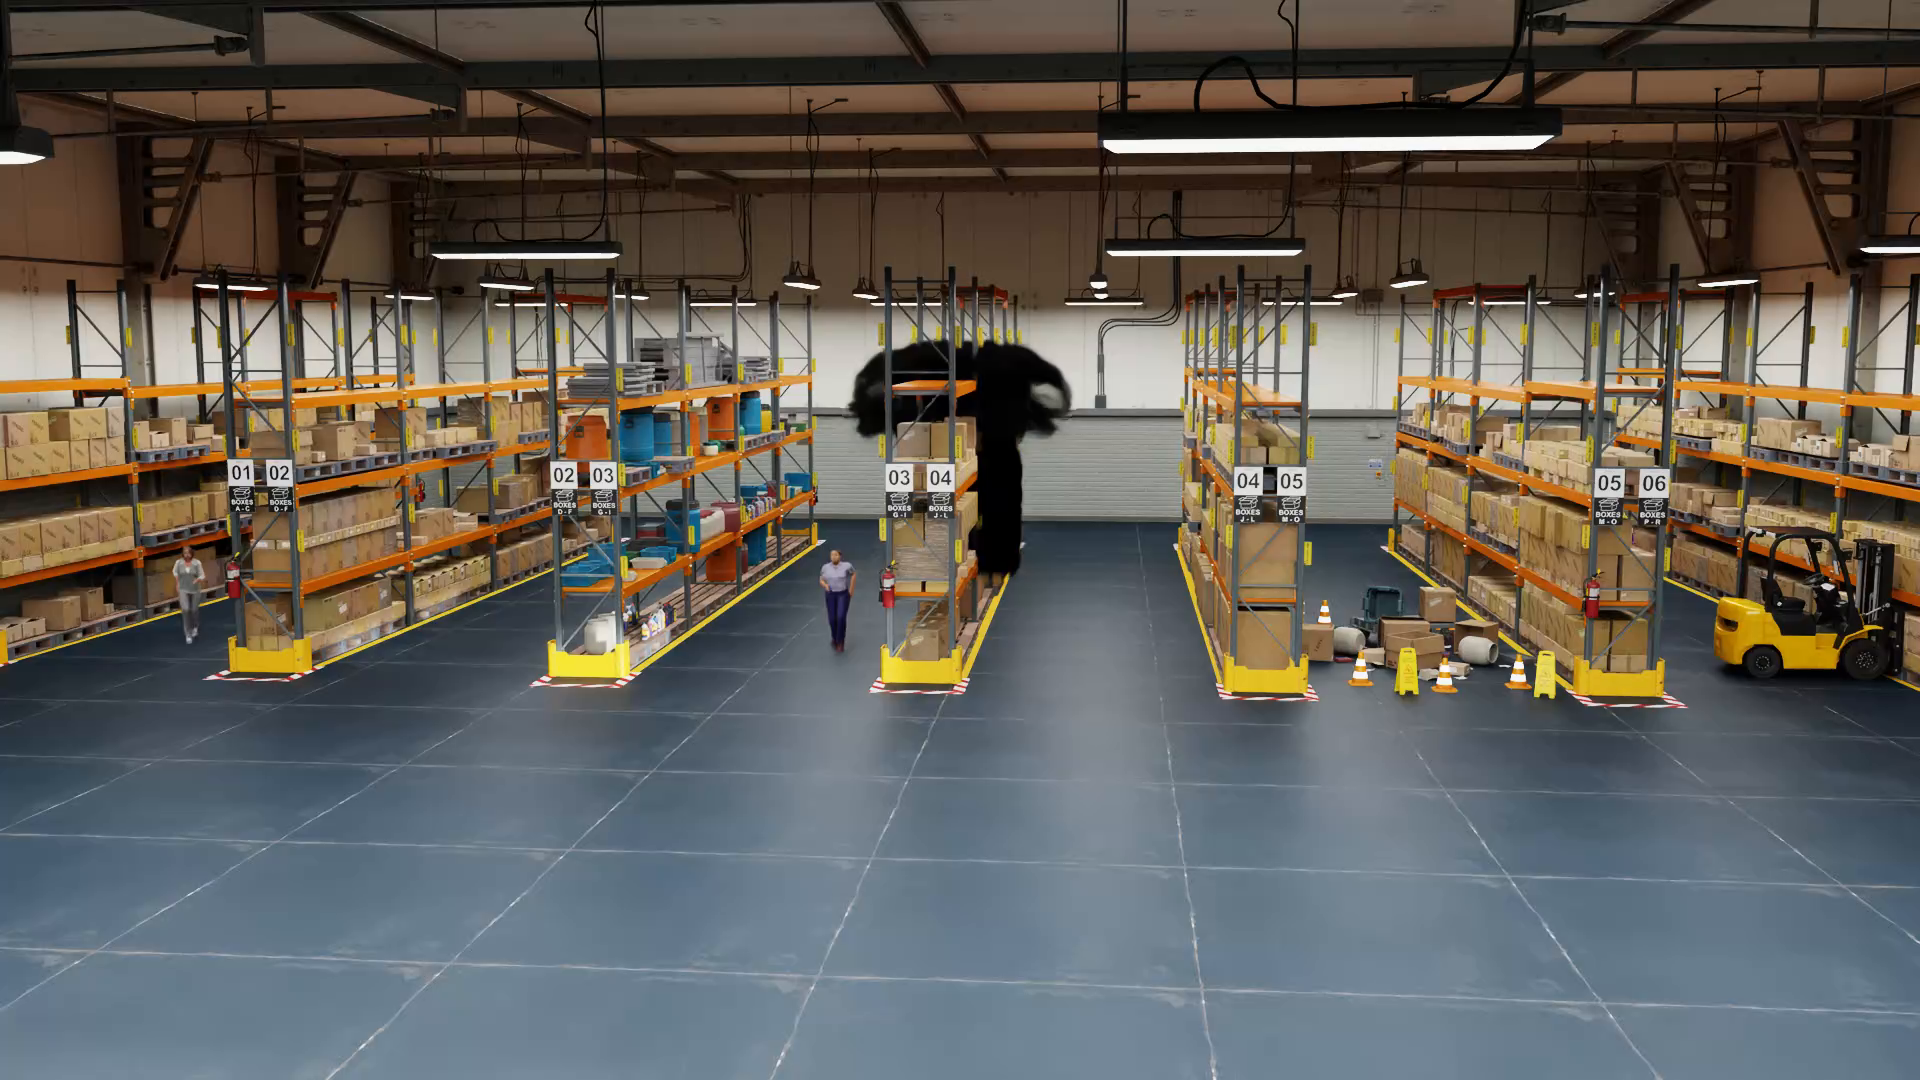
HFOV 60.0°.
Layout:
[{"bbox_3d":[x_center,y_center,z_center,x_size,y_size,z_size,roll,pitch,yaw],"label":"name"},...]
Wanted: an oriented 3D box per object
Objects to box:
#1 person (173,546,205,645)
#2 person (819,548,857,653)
[{"bbox_3d":[-12.726,0.893,27.468,0.460,1.633,0.835,-4,8,-27],"label":"person"},{"bbox_3d":[-1.976,0.964,26.750,0.556,1.697,0.760,1,7,11],"label":"person"}]
